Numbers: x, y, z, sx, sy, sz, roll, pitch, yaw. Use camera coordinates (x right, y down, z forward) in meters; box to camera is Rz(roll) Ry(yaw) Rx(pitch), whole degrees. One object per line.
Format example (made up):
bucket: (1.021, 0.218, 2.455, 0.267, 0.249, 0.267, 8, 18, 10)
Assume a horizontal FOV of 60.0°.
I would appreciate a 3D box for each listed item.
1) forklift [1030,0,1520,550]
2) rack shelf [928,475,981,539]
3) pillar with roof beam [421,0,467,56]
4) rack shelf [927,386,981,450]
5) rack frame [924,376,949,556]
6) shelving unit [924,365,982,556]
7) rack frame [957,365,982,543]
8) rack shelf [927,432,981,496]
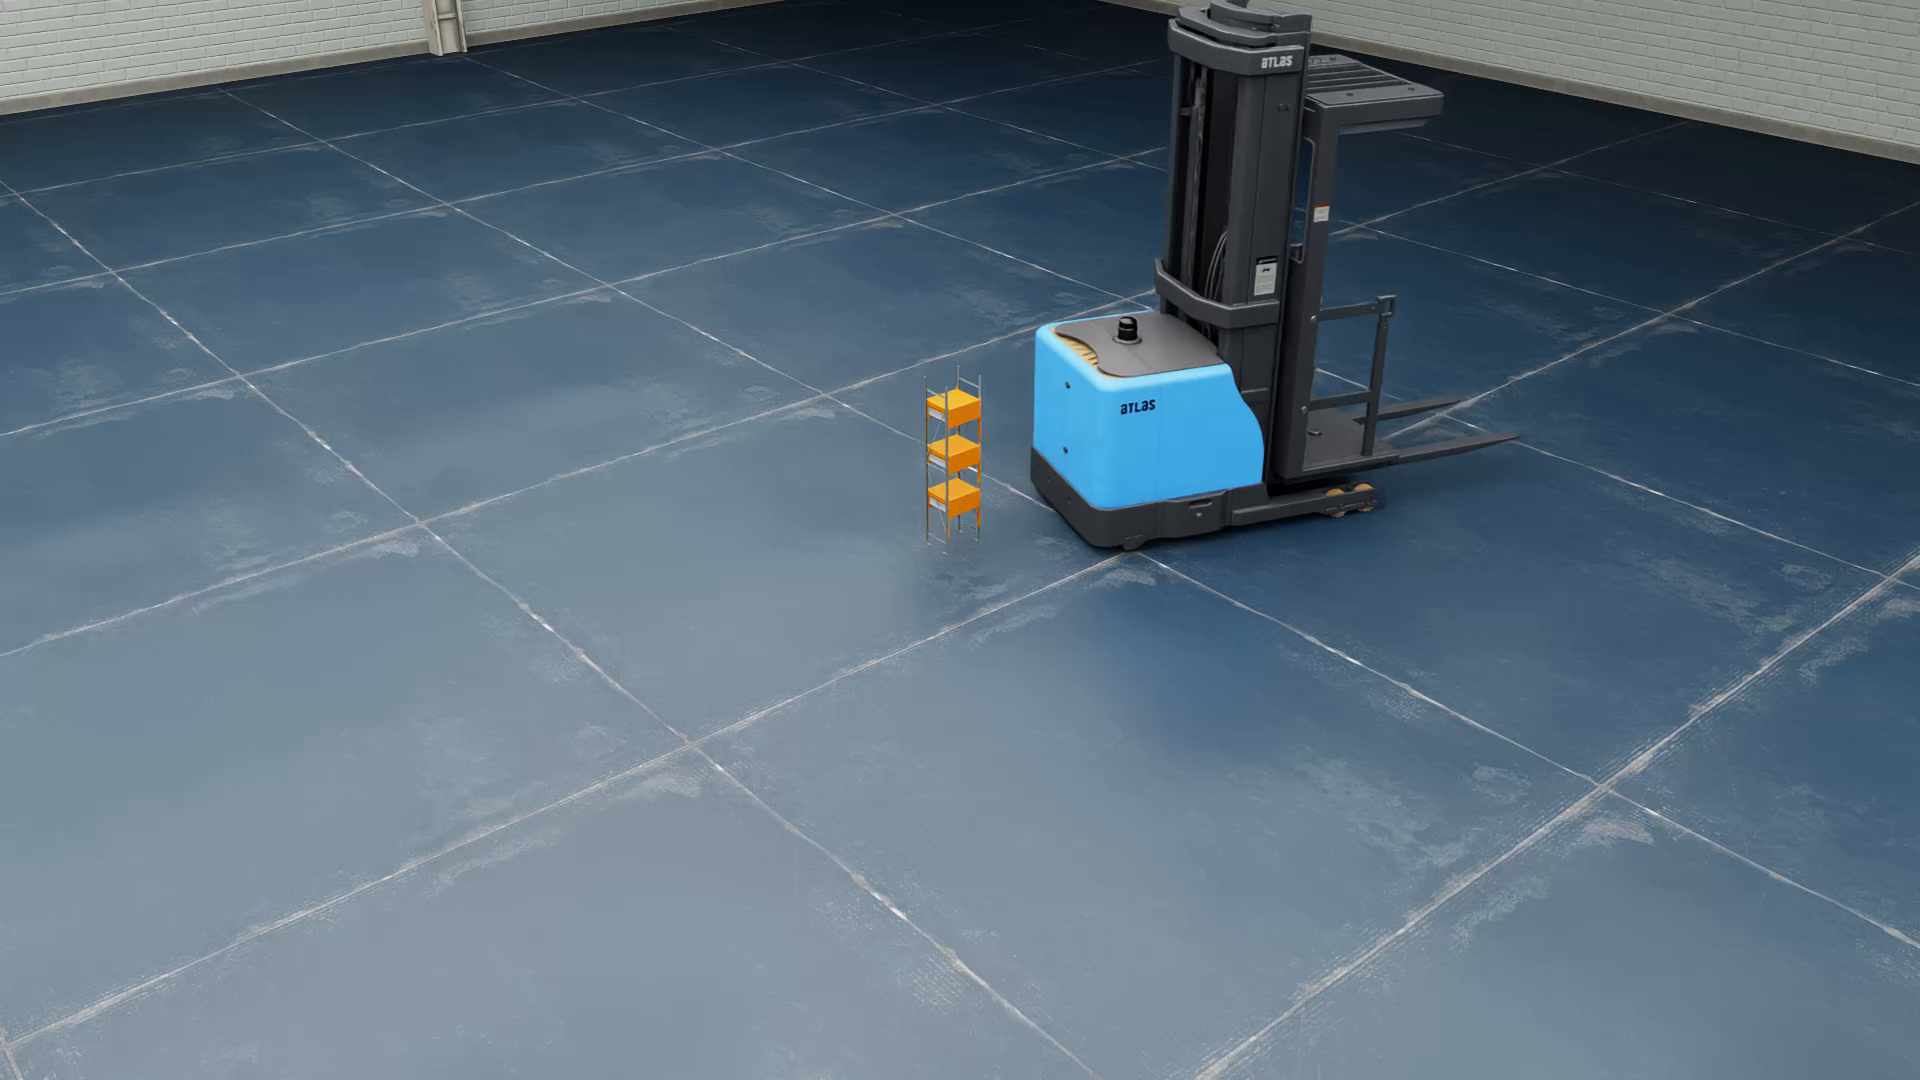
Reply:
forklift: (2.006, -1.653, 9.734, 3.031, 2.935, 1.130, -10, 30, -18)
rack shelf: (-0.041, -0.192, 9.608, 0.240, 0.259, 0.215, -22, 35, -35)
pillar with roof beam: (-3.867, -8.779, 16.630, 0.400, 9.000, 9.100, -22, 35, -35)
rack shelf: (-0.041, -0.688, 9.343, 0.240, 0.259, 0.215, -22, 35, -35)
rack frame: (-0.134, -0.409, 9.402, 0.008, 1.050, 0.200, -22, 35, -35)
shelving unit: (-0.041, -0.447, 9.472, 0.252, 1.050, 0.215, -22, 35, -35)
rack frame: (0.052, -0.484, 9.542, 0.008, 1.050, 0.200, -22, 35, -35)
rack shelf: (-0.041, -0.437, 9.477, 0.240, 0.259, 0.215, -22, 35, -35)
